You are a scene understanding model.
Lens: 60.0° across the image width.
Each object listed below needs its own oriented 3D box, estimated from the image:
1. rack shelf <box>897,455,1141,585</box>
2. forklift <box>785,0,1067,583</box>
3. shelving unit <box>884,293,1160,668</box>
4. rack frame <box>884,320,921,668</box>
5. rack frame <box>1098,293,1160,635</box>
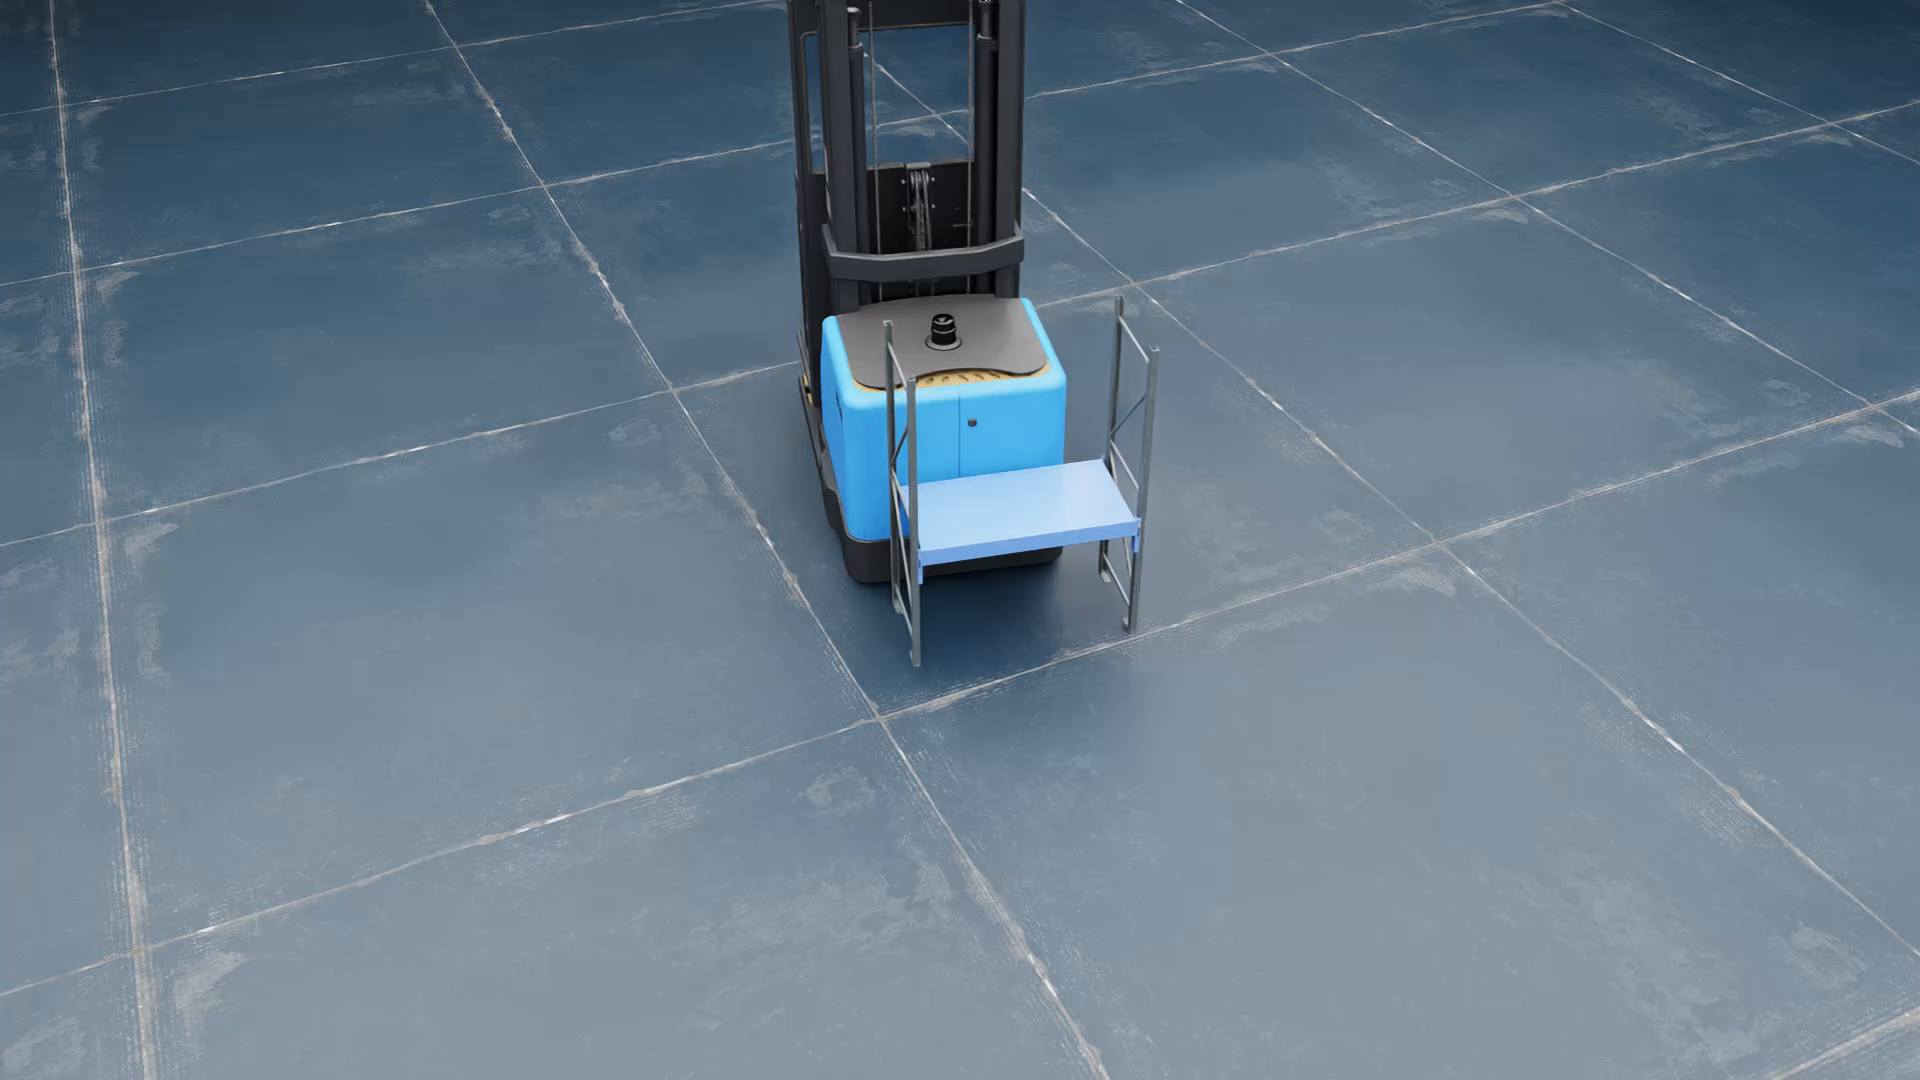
[{"bbox_3d":[0.247,-0.099,7.426,1.000,0.185,0.538,-8,37,-11],"label":"rack shelf"},{"bbox_3d":[-0.288,-1.850,8.284,1.130,2.935,3.031,-7,37,-9],"label":"forklift"},{"bbox_3d":[0.247,-0.243,7.319,1.048,1.500,0.538,-8,37,-11],"label":"shelving unit"},{"bbox_3d":[-0.248,-0.173,7.224,0.032,1.500,0.500,-8,37,-11],"label":"rack frame"},{"bbox_3d":[0.741,-0.313,7.413,0.032,1.500,0.500,-8,37,-11],"label":"rack frame"}]
